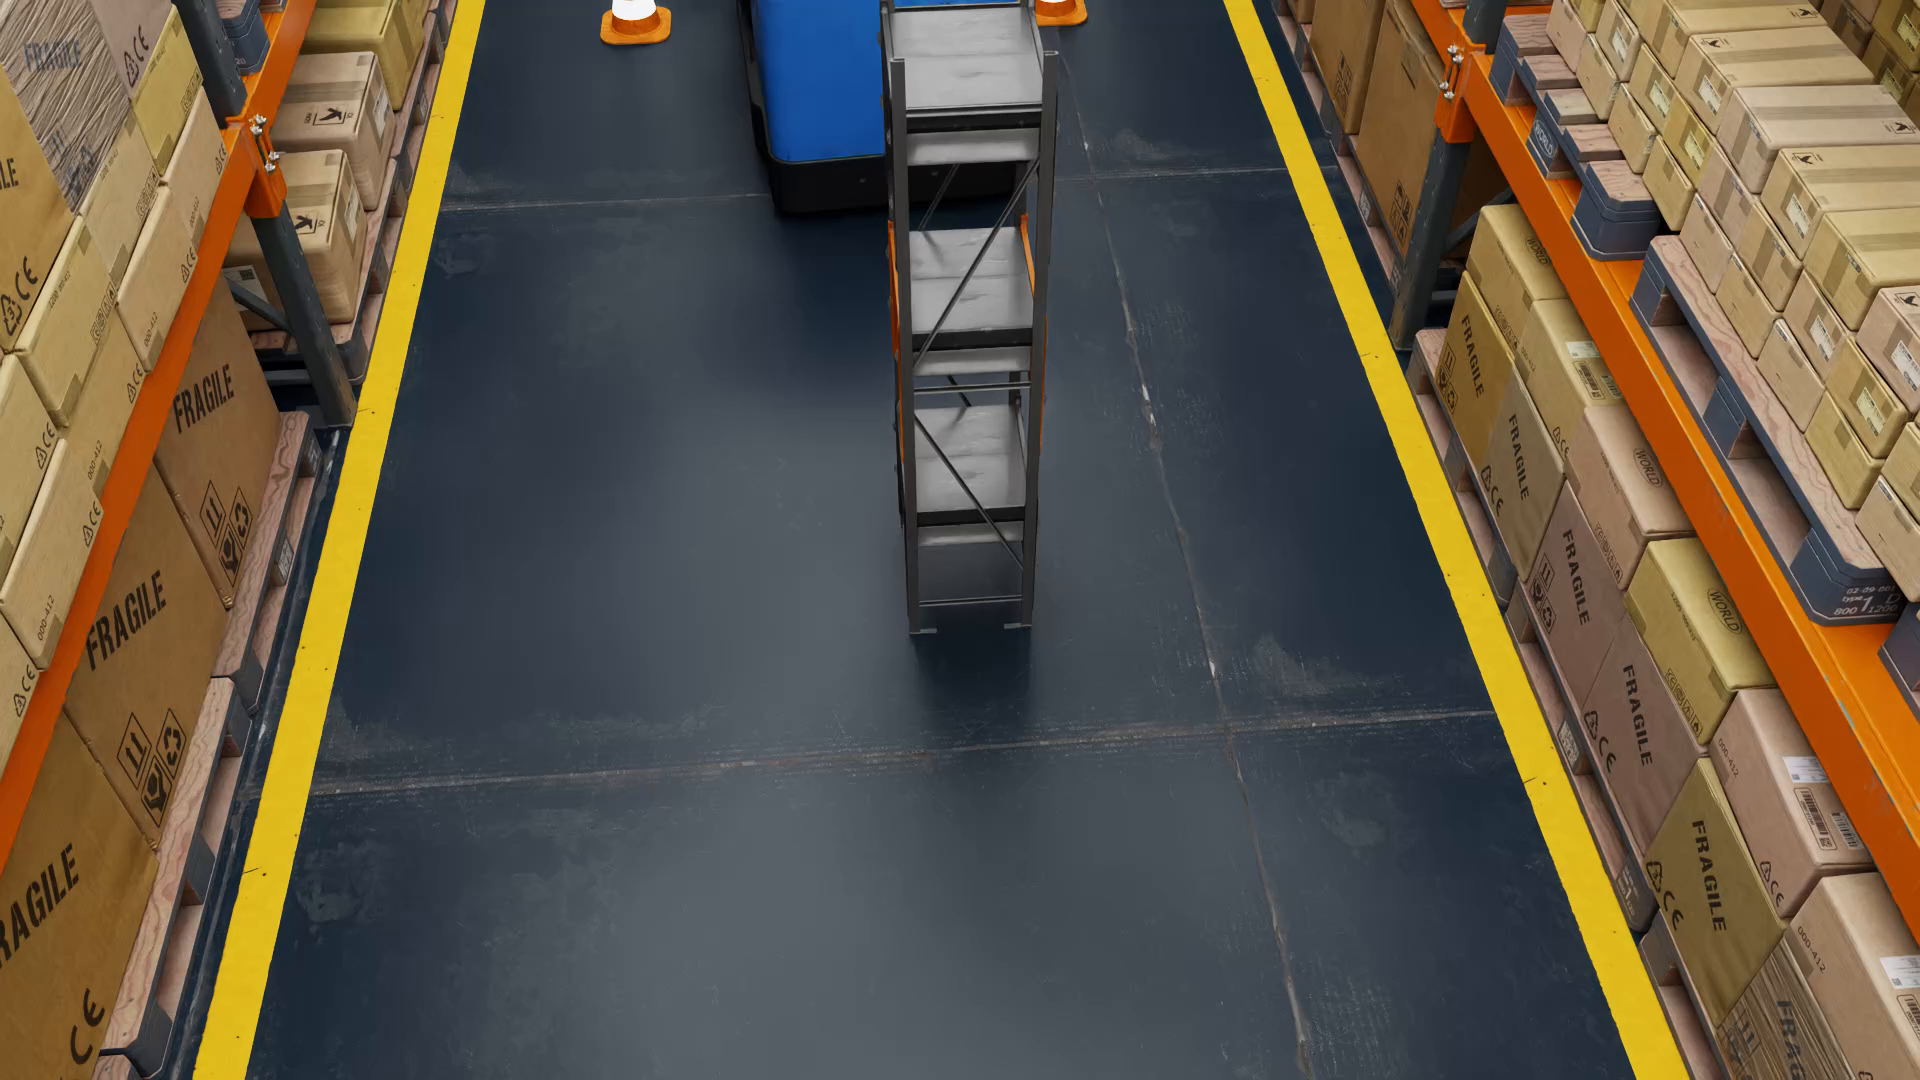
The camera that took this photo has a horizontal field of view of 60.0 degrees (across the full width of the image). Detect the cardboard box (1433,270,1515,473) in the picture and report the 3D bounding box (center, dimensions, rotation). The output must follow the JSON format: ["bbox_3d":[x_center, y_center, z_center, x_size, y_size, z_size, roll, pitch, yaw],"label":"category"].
[{"bbox_3d":[1.984,-0.588,5.674,0.500,0.500,0.500,-5,47,-5],"label":"cardboard box"}]

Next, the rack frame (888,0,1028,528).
[{"bbox_3d":[-0.007,-0.779,5.041,0.400,2.100,0.015,-3,47,-3],"label":"rack frame"}]

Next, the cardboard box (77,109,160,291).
[{"bbox_3d":[-2.405,-0.871,4.268,0.500,0.250,0.500,-5,47,-4],"label":"cardboard box"}]

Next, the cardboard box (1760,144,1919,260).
[{"bbox_3d":[2.136,-0.796,3.912,0.380,0.149,0.250,-2,47,-2],"label":"cardboard box"}]

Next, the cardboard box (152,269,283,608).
[{"bbox_3d":[-2.770,-0.366,5.205,0.875,0.875,0.875,-4,47,-4],"label":"cardboard box"}]

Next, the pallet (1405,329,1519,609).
[{"bbox_3d":[2.243,-0.307,5.895,1.003,0.211,1.213,-3,47,-3],"label":"pallet"}]

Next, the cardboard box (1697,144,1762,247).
[{"bbox_3d":[2.111,-0.877,4.194,0.380,0.149,0.250,-3,47,-3],"label":"cardboard box"}]

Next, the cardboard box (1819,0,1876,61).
[{"bbox_3d":[2.698,-1.468,4.754,0.380,0.149,0.250,-2,47,-2],"label":"cardboard box"}]

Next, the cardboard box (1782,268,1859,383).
[{"bbox_3d":[2.155,-0.503,3.839,0.380,0.149,0.250,-2,47,-2],"label":"cardboard box"}]

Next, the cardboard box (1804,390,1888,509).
[{"bbox_3d":[2.171,-0.212,3.769,0.380,0.149,0.250,-2,47,-2],"label":"cardboard box"}]

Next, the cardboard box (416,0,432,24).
[{"bbox_3d":[-2.970,-2.692,7.755,0.950,0.372,0.625,-1,47,-1],"label":"cardboard box"}]

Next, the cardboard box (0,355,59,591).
[{"bbox_3d":[-2.298,-0.127,3.563,0.500,0.250,0.500,-5,47,-4],"label":"cardboard box"}]

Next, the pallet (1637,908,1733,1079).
[{"bbox_3d":[2.447,1.459,4.223,1.003,0.211,1.213,-3,47,-3],"label":"pallet"}]

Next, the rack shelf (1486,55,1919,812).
[{"bbox_3d":[2.347,-0.204,4.238,0.919,0.124,3.809,-3,47,-3],"label":"rack shelf"}]

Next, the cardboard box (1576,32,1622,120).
[{"bbox_3d":[2.038,-1.359,4.855,0.380,0.149,0.250,-1,47,-1],"label":"cardboard box"}]

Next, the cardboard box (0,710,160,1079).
[{"bbox_3d":[-2.625,0.927,3.981,0.875,0.875,0.875,-2,47,-2],"label":"cardboard box"}]

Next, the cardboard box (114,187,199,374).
[{"bbox_3d":[-2.386,-0.686,4.438,0.500,0.250,0.500,-3,47,-3],"label":"cardboard box"}]

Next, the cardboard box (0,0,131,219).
[{"bbox_3d":[-2.390,-1.106,3.974,0.500,0.500,0.500,-3,47,-3],"label":"cardboard box"}]

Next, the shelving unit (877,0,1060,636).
[{"bbox_3d":[0.014,-0.602,4.874,0.431,2.100,0.503,-3,47,-3],"label":"shelving unit"}]

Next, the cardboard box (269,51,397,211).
[{"bbox_3d":[-2.852,-1.640,6.758,0.950,0.372,0.625,-4,47,-4],"label":"cardboard box"}]

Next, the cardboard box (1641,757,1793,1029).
[{"bbox_3d":[2.158,0.887,4.276,0.500,0.500,0.500,-4,47,-4],"label":"cardboard box"}]

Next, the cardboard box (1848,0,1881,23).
[{"bbox_3d":[2.696,-1.585,4.659,0.380,0.149,0.250,-4,47,-4],"label":"cardboard box"}]

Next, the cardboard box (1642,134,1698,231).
[{"bbox_3d":[2.085,-0.968,4.485,0.380,0.149,0.250,-2,47,-1],"label":"cardboard box"}]

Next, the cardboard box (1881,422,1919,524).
[{"bbox_3d":[2.195,-0.129,3.485,0.380,0.149,0.250,-6,47,-5],"label":"cardboard box"}]

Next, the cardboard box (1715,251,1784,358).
[{"bbox_3d":[2.128,-0.594,4.130,0.380,0.149,0.250,-3,47,-3],"label":"cardboard box"}]

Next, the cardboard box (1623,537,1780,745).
[{"bbox_3d":[2.112,0.243,4.370,0.500,0.250,0.500,-5,47,-5],"label":"cardboard box"}]

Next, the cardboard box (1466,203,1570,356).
[{"bbox_3d":[1.996,-0.860,5.414,0.500,0.250,0.500,-5,47,-5],"label":"cardboard box"}]

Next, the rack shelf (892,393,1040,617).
[{"bbox_3d":[0.014,-0.112,5.392,0.431,0.518,0.480,-3,47,-3],"label":"rack shelf"}]

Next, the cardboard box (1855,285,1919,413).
[{"bbox_3d":[2.178,-0.421,3.557,0.380,0.149,0.250,-5,47,-5],"label":"cardboard box"}]

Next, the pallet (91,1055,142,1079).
[{"bbox_3d":[-2.550,1.842,3.860,1.003,0.211,1.213,-3,47,-3],"label":"pallet"}]

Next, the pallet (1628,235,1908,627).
[{"bbox_3d":[2.386,-0.335,4.134,1.003,0.211,1.213,-3,47,-3],"label":"pallet"}]

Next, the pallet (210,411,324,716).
[{"bbox_3d":[-2.754,0.077,5.532,1.003,0.211,1.213,-3,47,-3],"label":"pallet"}]

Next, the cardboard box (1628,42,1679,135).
[{"bbox_3d":[2.070,-1.240,4.538,0.380,0.149,0.250,-5,47,-5],"label":"cardboard box"}]

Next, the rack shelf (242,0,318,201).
[{"bbox_3d":[-2.913,-2.657,6.695,1.077,0.370,4.000,-3,47,-3],"label":"rack shelf"}]

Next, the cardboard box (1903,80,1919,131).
[{"bbox_3d":[2.743,-1.097,4.402,0.380,0.149,0.250,-3,47,-3],"label":"cardboard box"}]

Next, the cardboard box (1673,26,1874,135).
[{"bbox_3d":[2.088,-1.184,4.279,0.380,0.149,0.250,-5,47,-5],"label":"cardboard box"}]

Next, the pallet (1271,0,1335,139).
[{"bbox_3d":[2.089,-2.328,7.809,1.003,0.211,1.213,-3,47,-3],"label":"pallet"}]

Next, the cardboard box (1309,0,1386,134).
[{"bbox_3d":[2.141,-2.280,7.104,1.050,0.750,0.750,-3,47,-3],"label":"cardboard box"}]

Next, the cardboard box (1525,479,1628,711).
[{"bbox_3d":[2.077,0.146,4.978,0.500,0.500,0.500,-5,47,-4],"label":"cardboard box"}]

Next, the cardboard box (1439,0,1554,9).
[{"bbox_3d":[1.874,-2.175,5.675,0.500,0.500,0.500,-3,47,-3],"label":"cardboard box"}]

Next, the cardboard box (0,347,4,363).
[{"bbox_3d":[-2.320,-0.380,3.286,0.500,0.500,0.500,-4,47,-4],"label":"cardboard box"}]

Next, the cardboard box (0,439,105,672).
[{"bbox_3d":[-2.289,0.046,3.744,0.500,0.250,0.500,-4,47,-4],"label":"cardboard box"}]

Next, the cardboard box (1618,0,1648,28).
[{"bbox_3d":[2.050,-1.553,4.629,0.380,0.149,0.250,-5,47,-4],"label":"cardboard box"}]

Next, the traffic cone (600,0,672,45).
[{"bbox_3d":[-1.581,-2.667,7.957,0.336,0.463,0.334,-3,47,-3],"label":"traffic cone"}]

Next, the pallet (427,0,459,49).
[{"bbox_3d":[-3.013,-2.829,8.284,1.003,0.211,1.213,-3,47,-3],"label":"pallet"}]

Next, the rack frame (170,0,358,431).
[{"bbox_3d":[-2.745,-1.457,5.064,1.000,3.000,0.127,-3,47,-3],"label":"rack frame"}]

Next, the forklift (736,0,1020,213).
[{"bbox_3d":[-0.499,-3.460,7.008,1.130,2.935,3.031,-7,47,-6],"label":"forklift"}]
